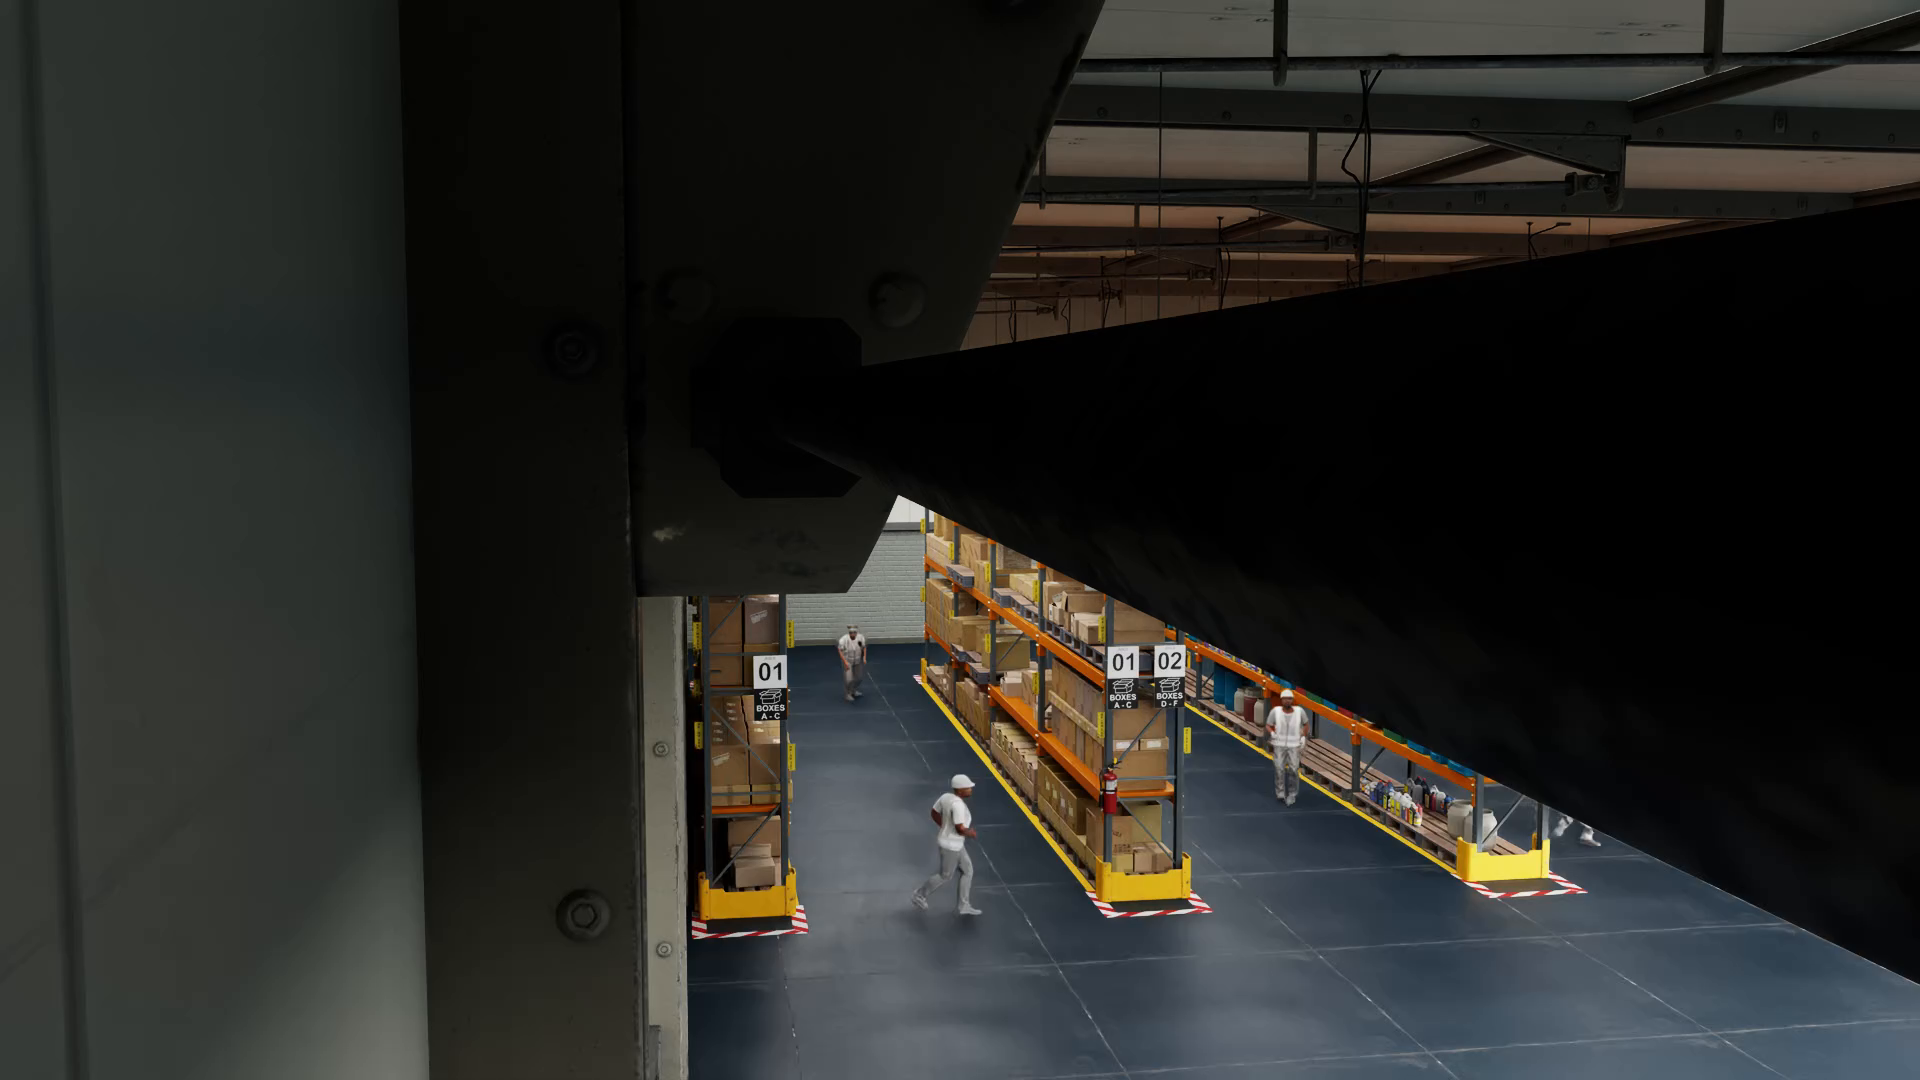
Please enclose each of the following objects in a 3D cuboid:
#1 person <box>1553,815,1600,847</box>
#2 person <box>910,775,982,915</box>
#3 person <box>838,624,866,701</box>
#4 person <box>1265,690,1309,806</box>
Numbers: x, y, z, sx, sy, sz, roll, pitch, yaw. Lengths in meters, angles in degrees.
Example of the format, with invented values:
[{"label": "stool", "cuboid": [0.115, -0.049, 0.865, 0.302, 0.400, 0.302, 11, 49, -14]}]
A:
[{"label": "person", "cuboid": [8.829, 3.391, 23.285, 0.798, 1.673, 0.661, -2, 6, -26]}, {"label": "person", "cuboid": [-0.166, 3.688, 20.052, 0.867, 1.725, 0.663, 0, 5, -2]}, {"label": "person", "cuboid": [-2.244, 2.508, 34.321, 0.675, 1.629, 0.845, -3, 6, -28]}, {"label": "person", "cuboid": [5.034, 3.194, 25.614, 0.666, 1.777, 0.618, 1, 5, 11]}]
